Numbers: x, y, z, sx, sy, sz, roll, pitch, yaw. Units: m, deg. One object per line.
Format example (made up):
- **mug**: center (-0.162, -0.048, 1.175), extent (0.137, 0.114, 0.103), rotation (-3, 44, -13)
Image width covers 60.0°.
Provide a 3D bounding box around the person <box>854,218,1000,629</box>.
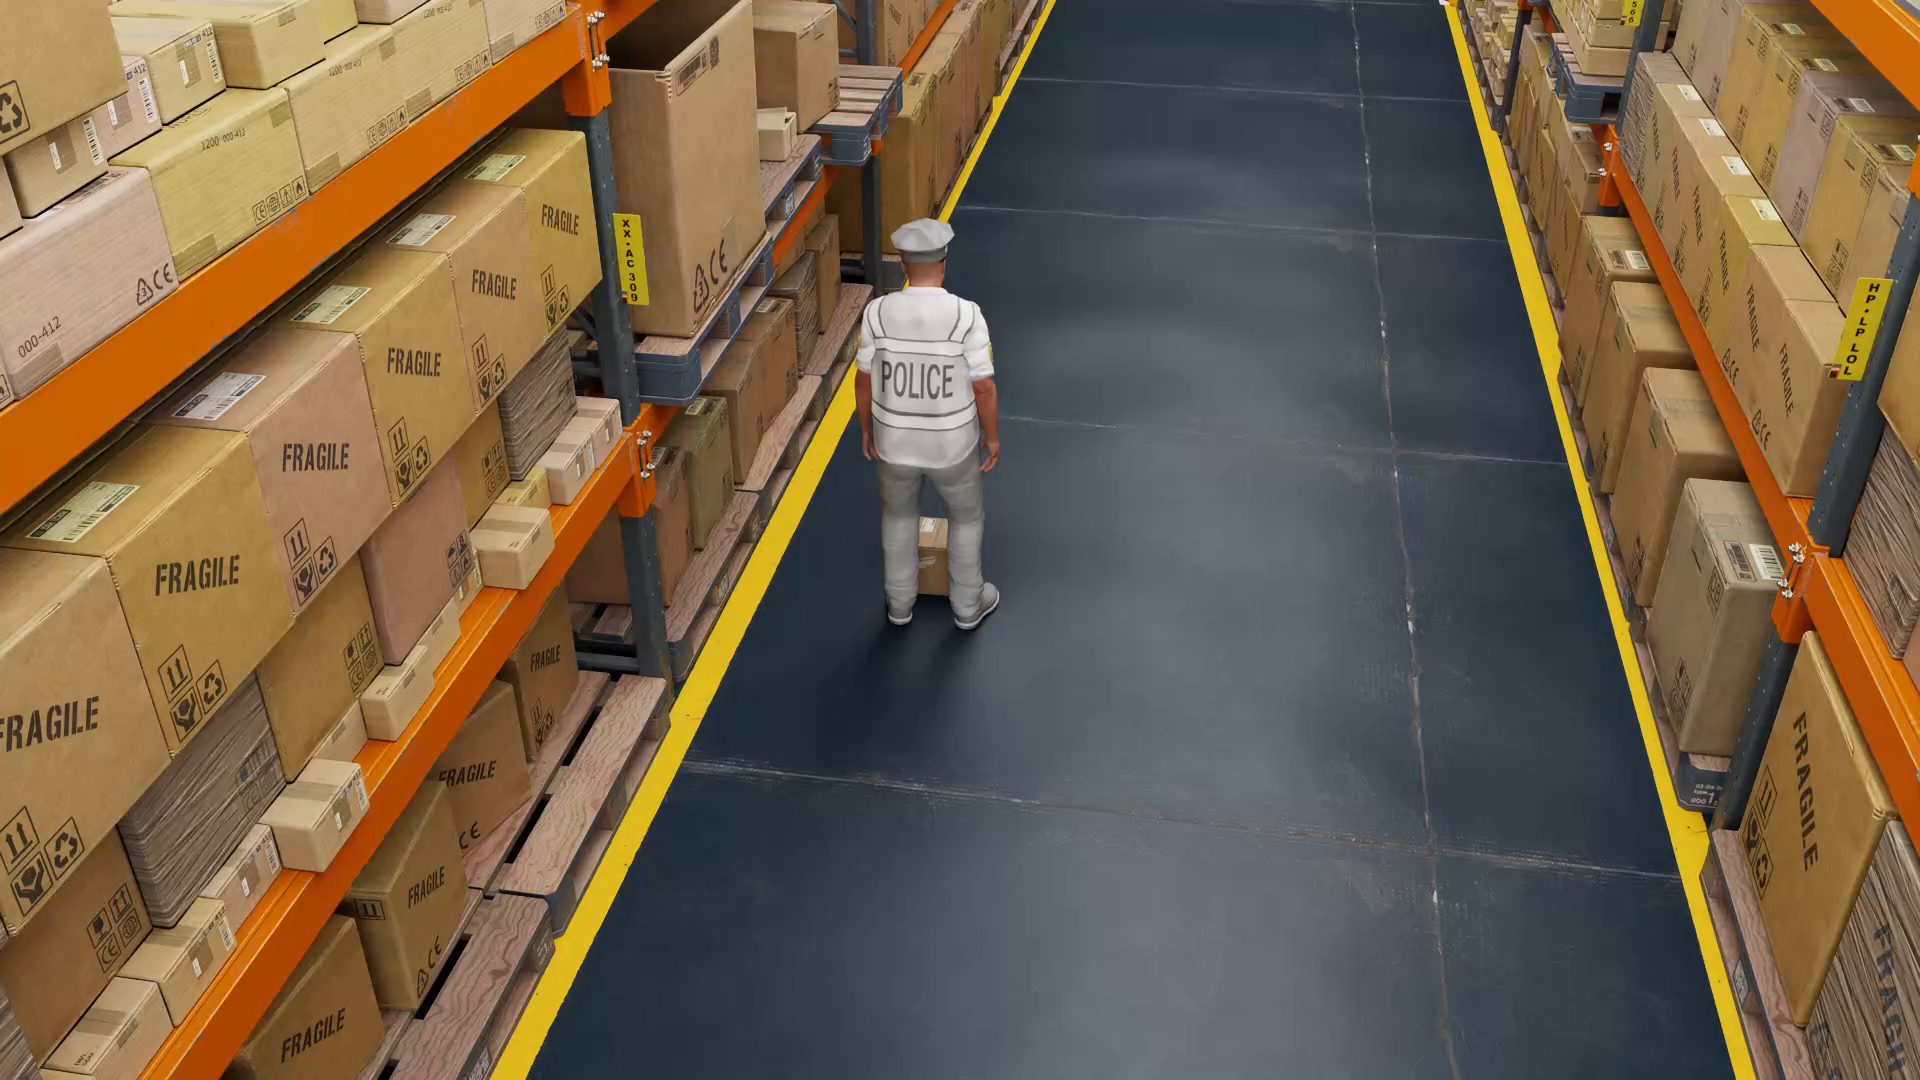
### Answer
- **person**: center (-0.132, -0.416, 6.791), extent (0.585, 1.747, 0.439), rotation (5, 33, 8)
